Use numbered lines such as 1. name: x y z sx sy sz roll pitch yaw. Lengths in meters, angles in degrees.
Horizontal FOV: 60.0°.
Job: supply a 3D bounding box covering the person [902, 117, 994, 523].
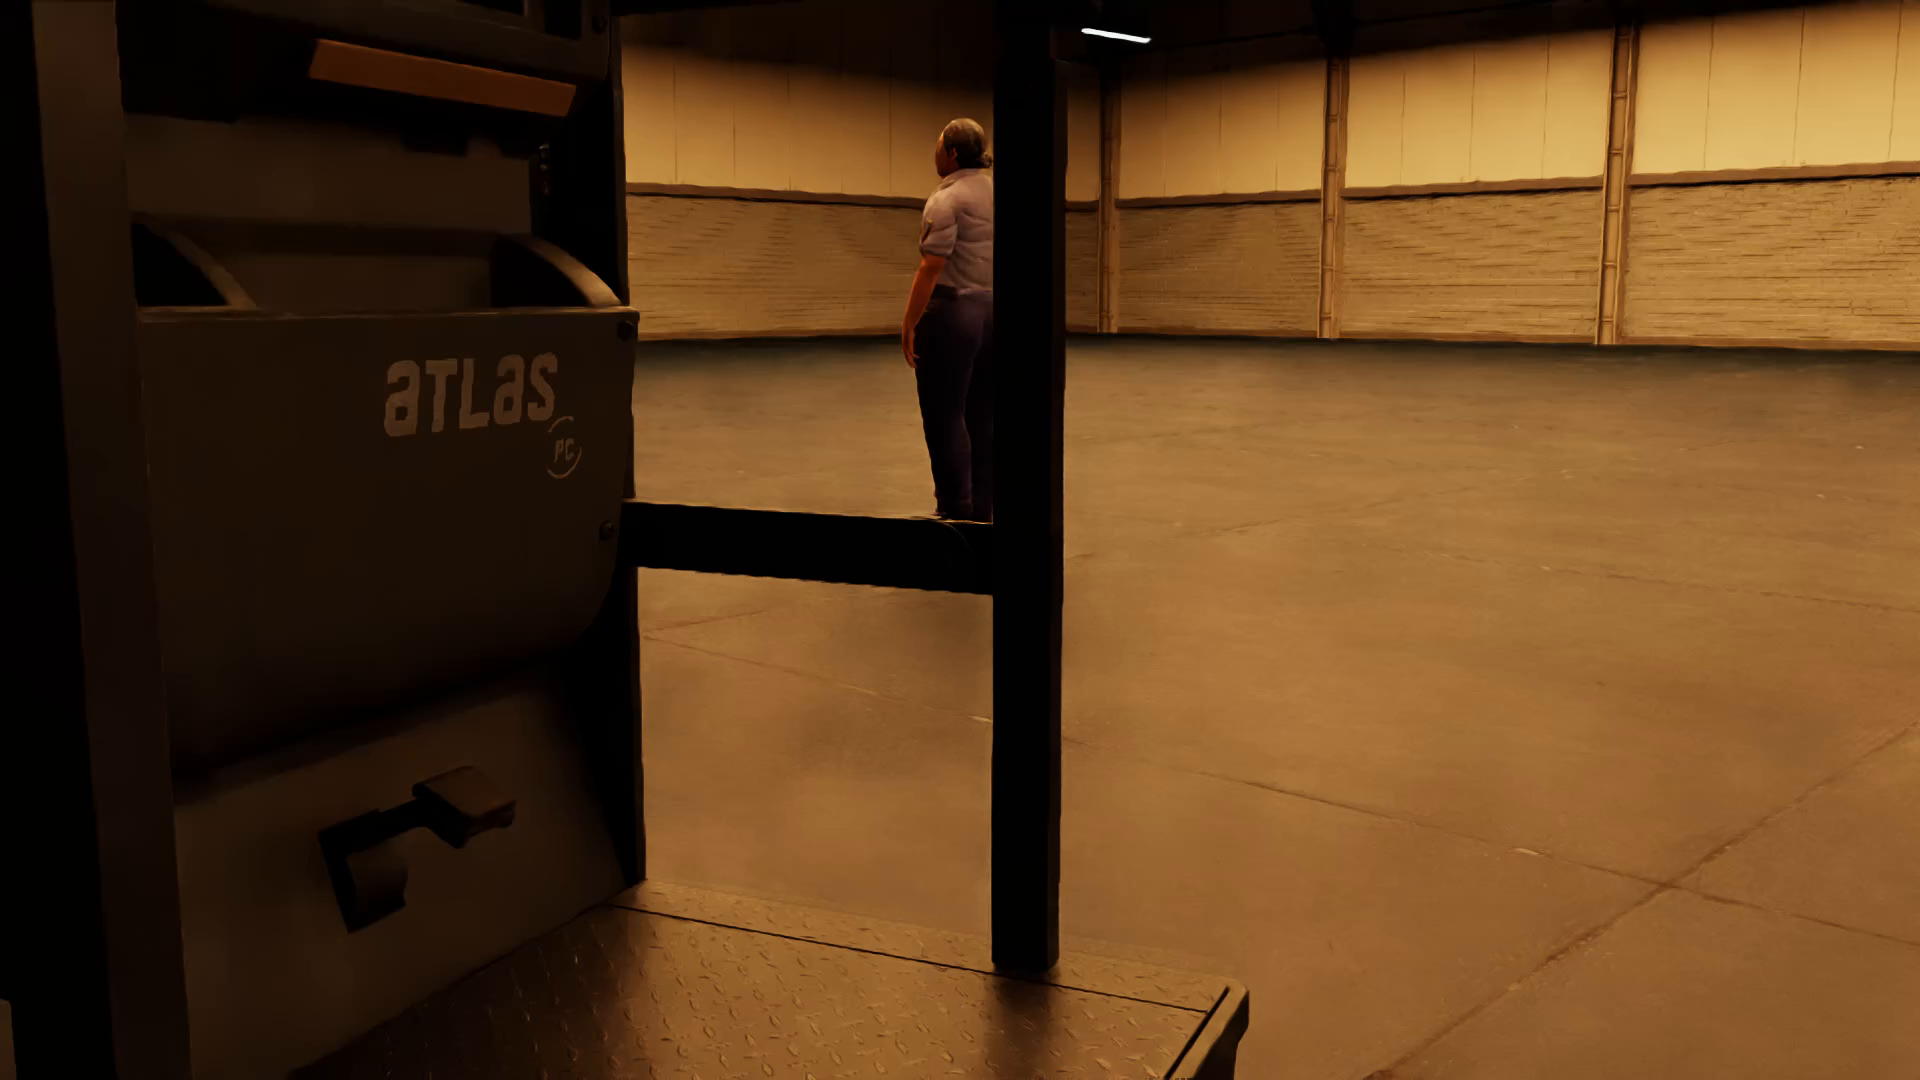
1. person: -0.049 -0.829 6.672 0.502 1.642 0.599 8 12 43
